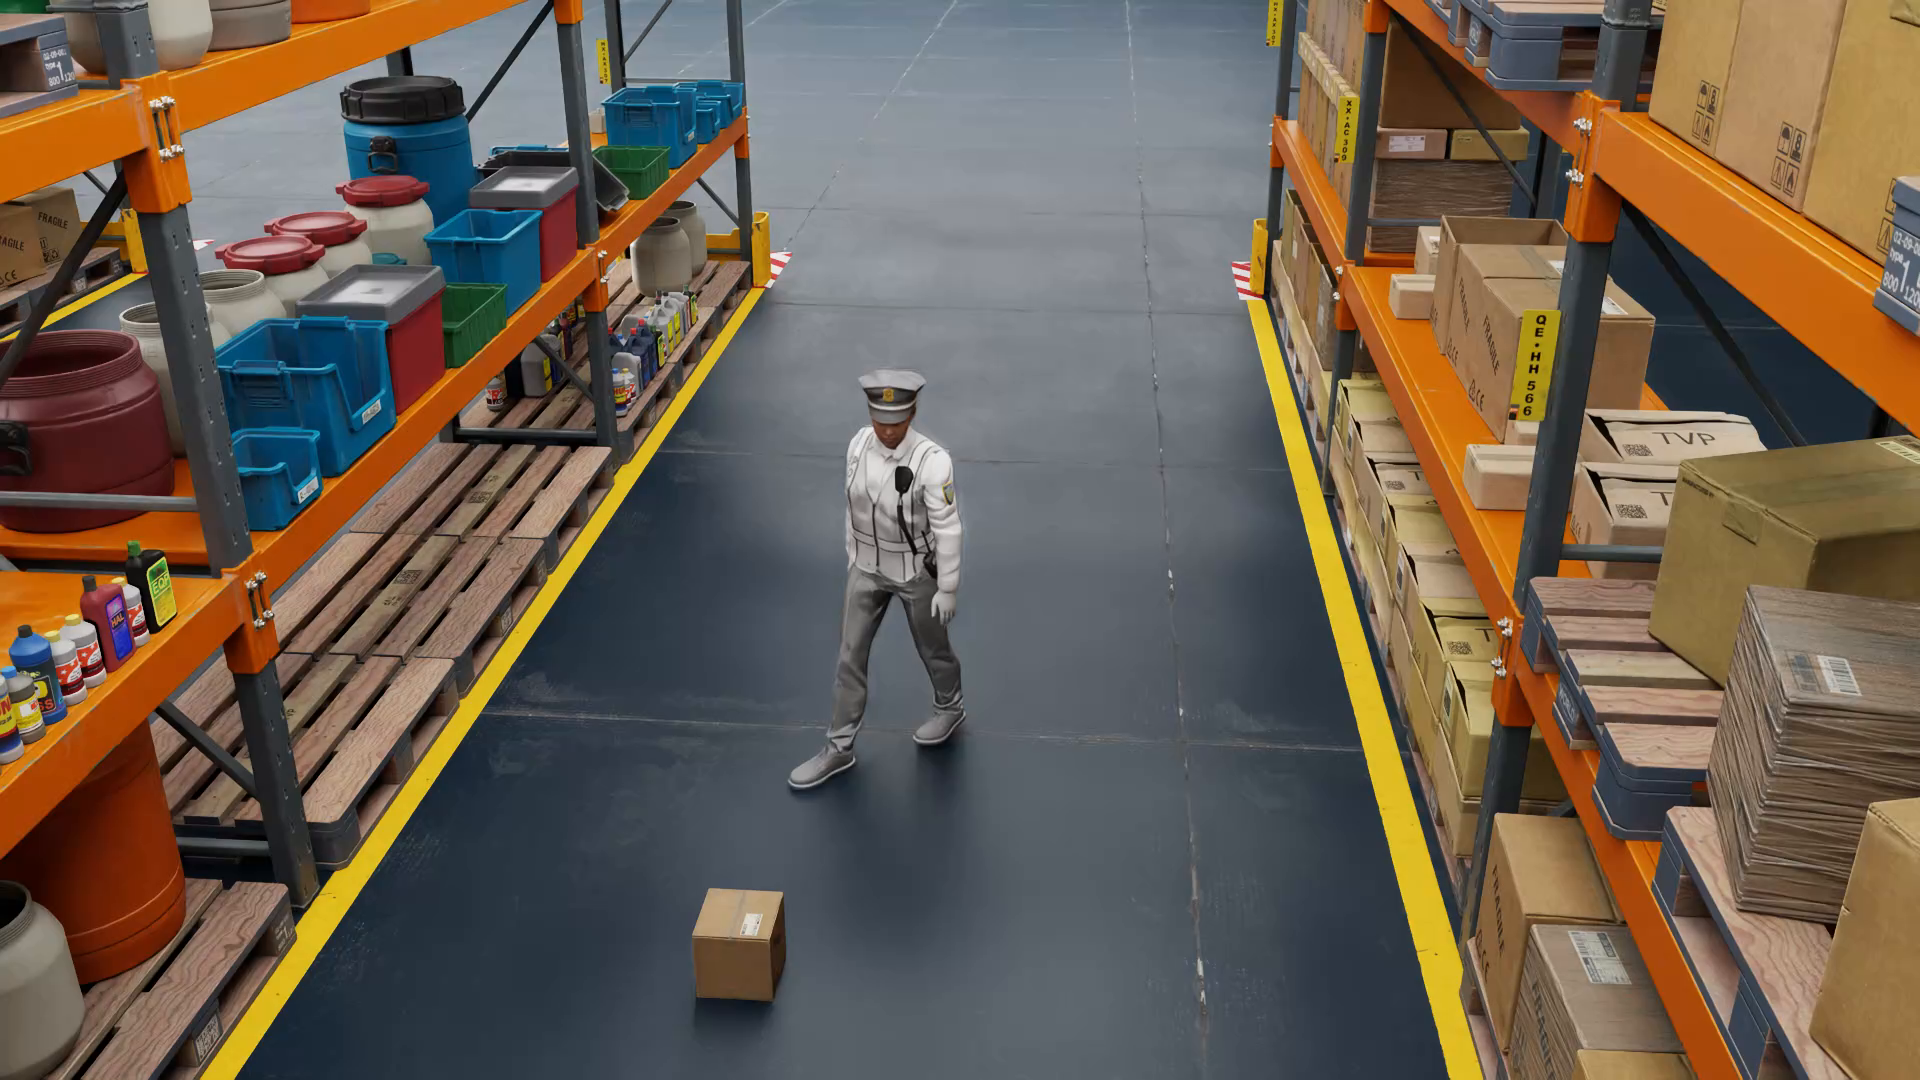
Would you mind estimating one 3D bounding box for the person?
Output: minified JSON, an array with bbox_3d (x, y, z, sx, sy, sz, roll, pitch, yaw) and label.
[{"bbox_3d":[-0.255,0.131,6.312,0.567,1.647,0.766,13,28,27],"label":"person"}]
